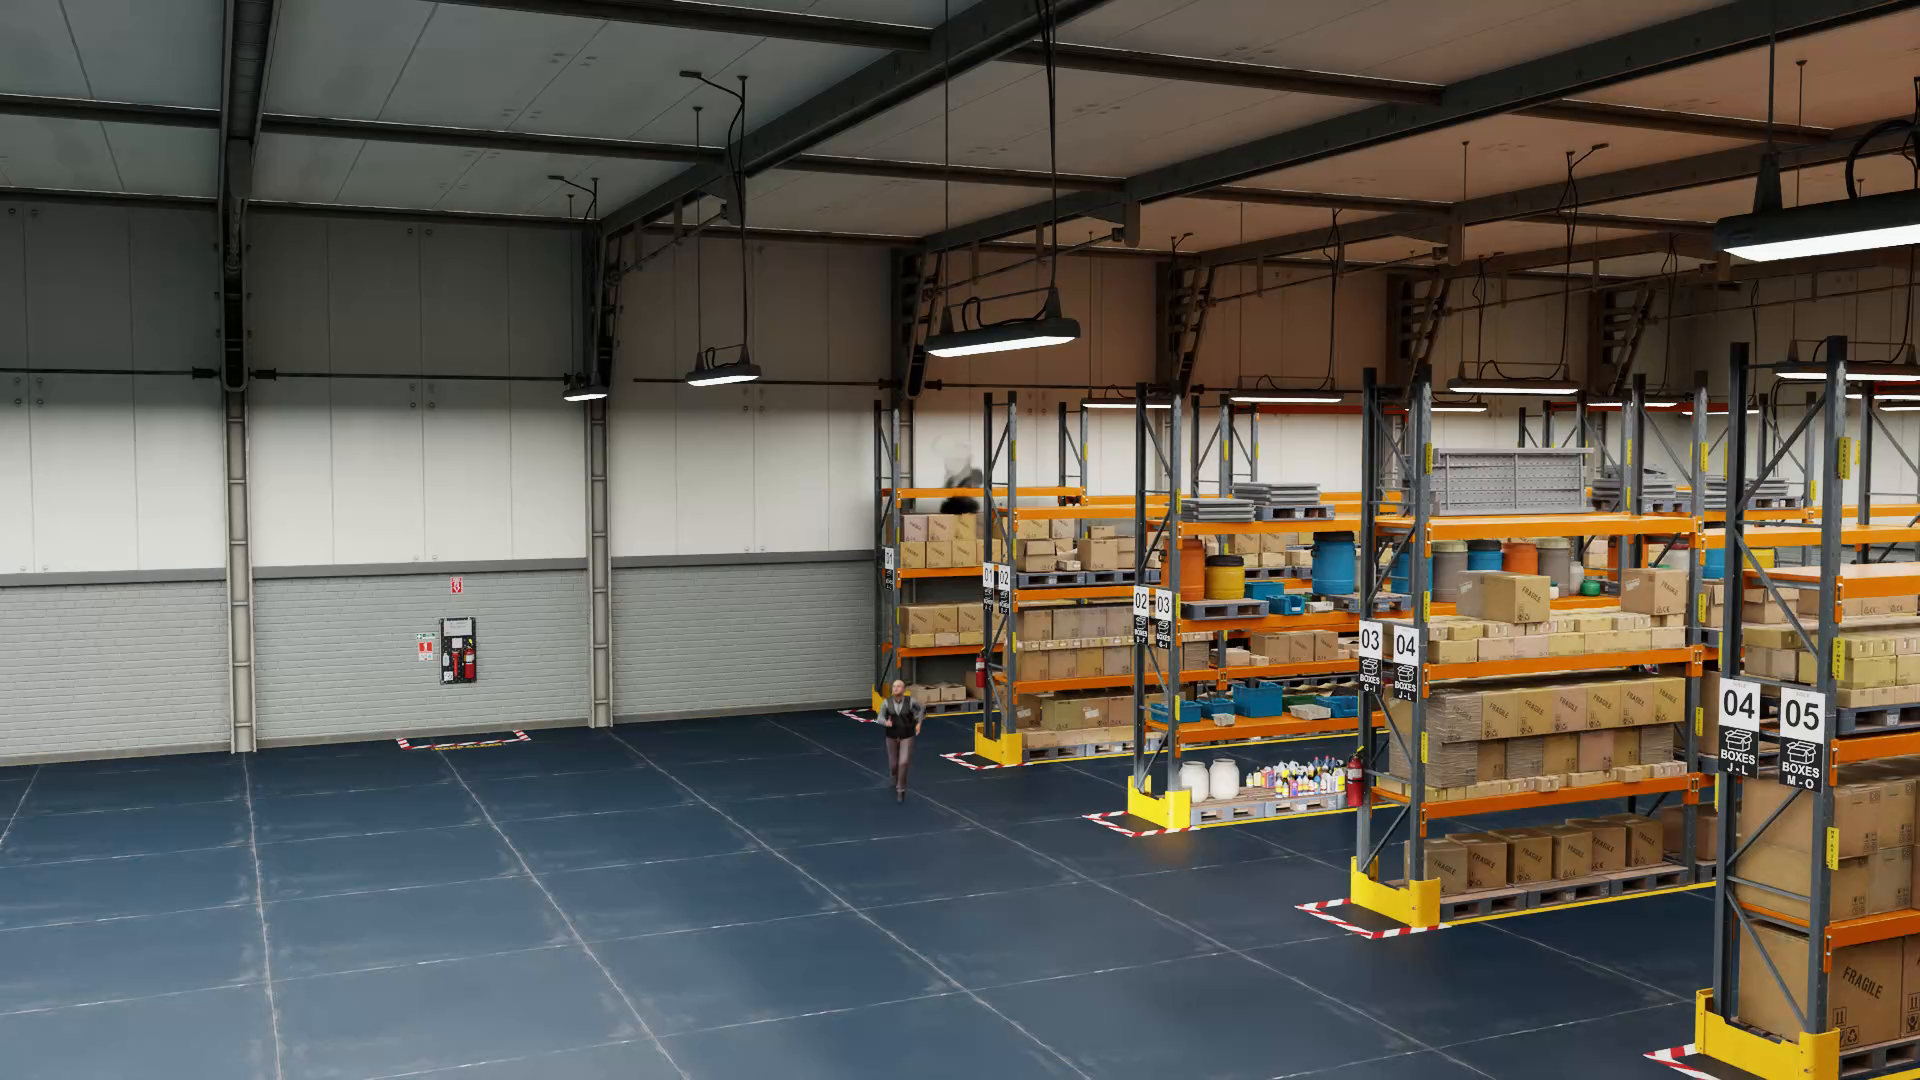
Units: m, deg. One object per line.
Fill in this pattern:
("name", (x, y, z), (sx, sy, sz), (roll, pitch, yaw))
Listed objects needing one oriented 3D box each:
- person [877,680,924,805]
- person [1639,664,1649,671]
("person", (-0.866, 2.894, 24.209), (0.667, 1.739, 0.967), (0, 3, 6))
("person", (12.058, 2.600, 29.885), (0.536, 1.650, 0.605), (-3, 4, -37))
